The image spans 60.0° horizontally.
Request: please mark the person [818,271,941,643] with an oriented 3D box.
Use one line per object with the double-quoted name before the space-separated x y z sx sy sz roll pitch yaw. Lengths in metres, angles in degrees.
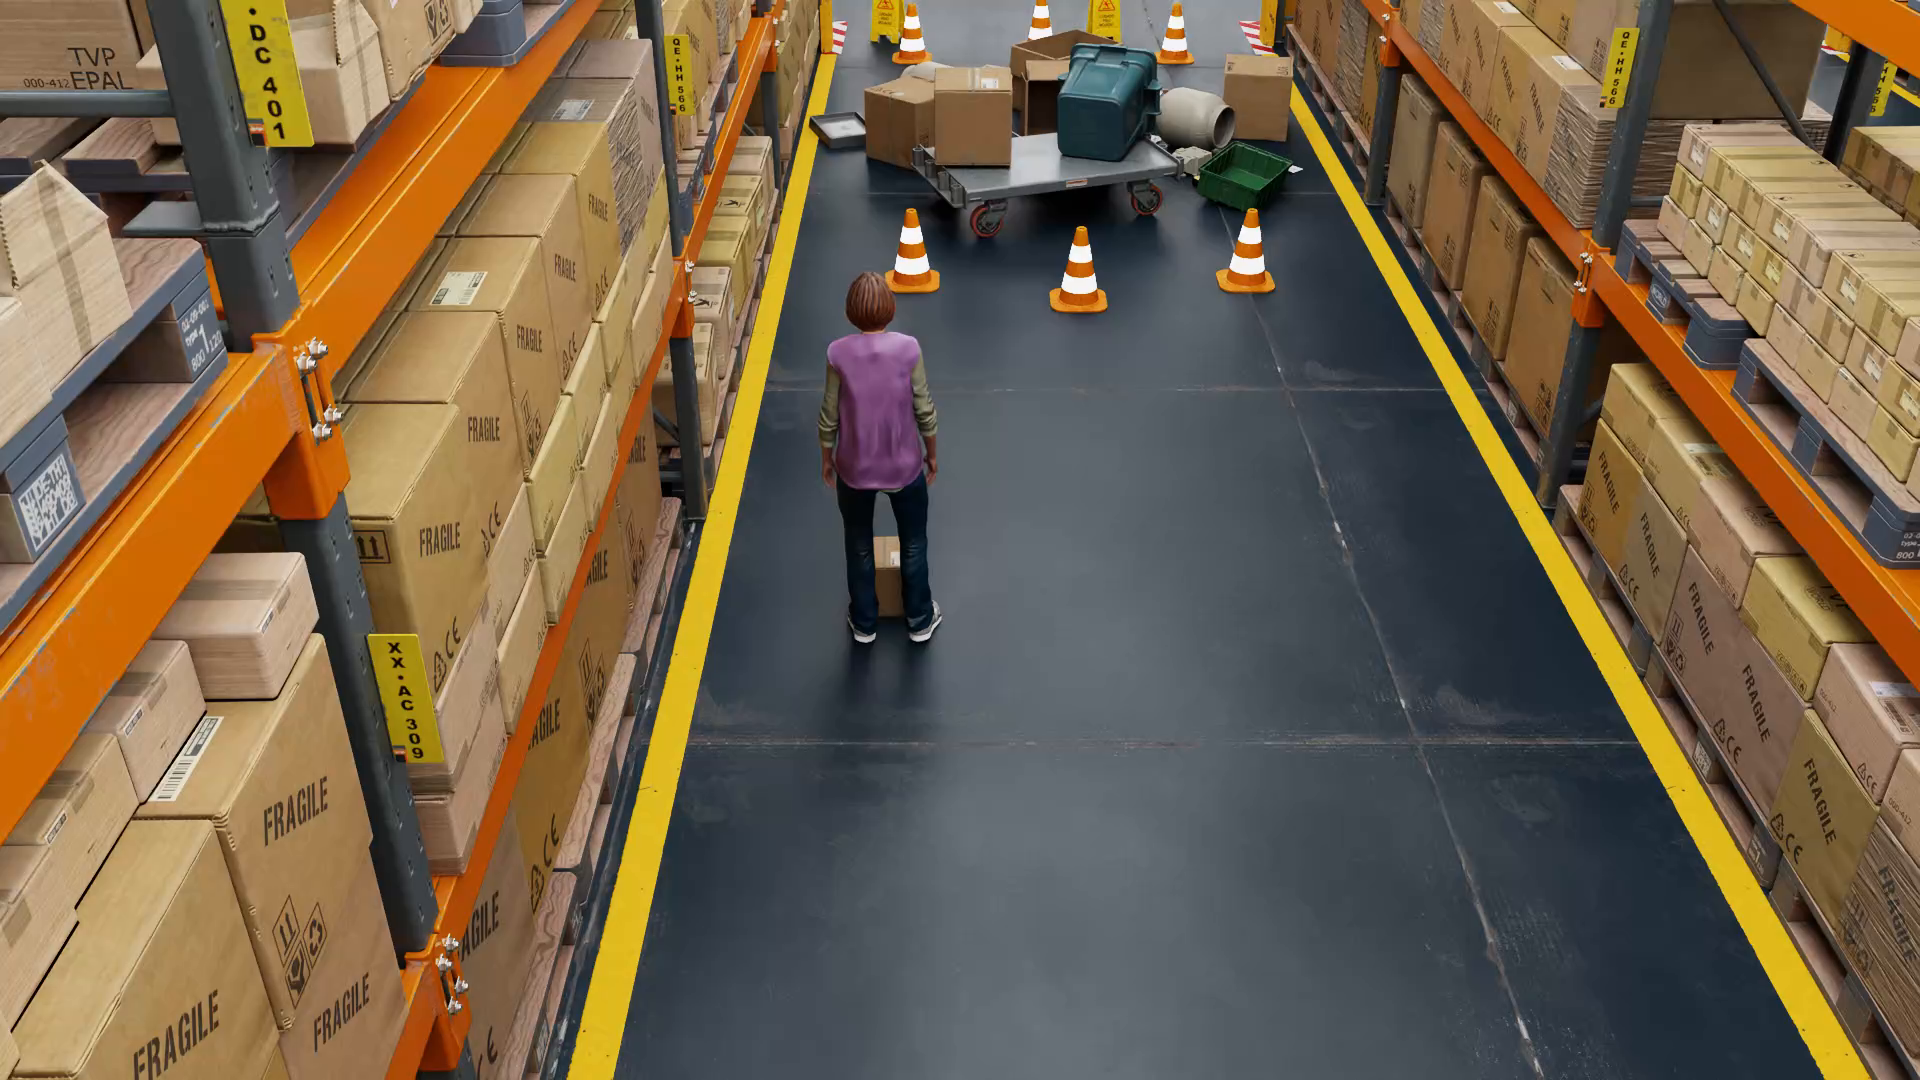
"person" -0.316 -0.289 6.610 0.479 1.593 0.345 -1 32 -2
